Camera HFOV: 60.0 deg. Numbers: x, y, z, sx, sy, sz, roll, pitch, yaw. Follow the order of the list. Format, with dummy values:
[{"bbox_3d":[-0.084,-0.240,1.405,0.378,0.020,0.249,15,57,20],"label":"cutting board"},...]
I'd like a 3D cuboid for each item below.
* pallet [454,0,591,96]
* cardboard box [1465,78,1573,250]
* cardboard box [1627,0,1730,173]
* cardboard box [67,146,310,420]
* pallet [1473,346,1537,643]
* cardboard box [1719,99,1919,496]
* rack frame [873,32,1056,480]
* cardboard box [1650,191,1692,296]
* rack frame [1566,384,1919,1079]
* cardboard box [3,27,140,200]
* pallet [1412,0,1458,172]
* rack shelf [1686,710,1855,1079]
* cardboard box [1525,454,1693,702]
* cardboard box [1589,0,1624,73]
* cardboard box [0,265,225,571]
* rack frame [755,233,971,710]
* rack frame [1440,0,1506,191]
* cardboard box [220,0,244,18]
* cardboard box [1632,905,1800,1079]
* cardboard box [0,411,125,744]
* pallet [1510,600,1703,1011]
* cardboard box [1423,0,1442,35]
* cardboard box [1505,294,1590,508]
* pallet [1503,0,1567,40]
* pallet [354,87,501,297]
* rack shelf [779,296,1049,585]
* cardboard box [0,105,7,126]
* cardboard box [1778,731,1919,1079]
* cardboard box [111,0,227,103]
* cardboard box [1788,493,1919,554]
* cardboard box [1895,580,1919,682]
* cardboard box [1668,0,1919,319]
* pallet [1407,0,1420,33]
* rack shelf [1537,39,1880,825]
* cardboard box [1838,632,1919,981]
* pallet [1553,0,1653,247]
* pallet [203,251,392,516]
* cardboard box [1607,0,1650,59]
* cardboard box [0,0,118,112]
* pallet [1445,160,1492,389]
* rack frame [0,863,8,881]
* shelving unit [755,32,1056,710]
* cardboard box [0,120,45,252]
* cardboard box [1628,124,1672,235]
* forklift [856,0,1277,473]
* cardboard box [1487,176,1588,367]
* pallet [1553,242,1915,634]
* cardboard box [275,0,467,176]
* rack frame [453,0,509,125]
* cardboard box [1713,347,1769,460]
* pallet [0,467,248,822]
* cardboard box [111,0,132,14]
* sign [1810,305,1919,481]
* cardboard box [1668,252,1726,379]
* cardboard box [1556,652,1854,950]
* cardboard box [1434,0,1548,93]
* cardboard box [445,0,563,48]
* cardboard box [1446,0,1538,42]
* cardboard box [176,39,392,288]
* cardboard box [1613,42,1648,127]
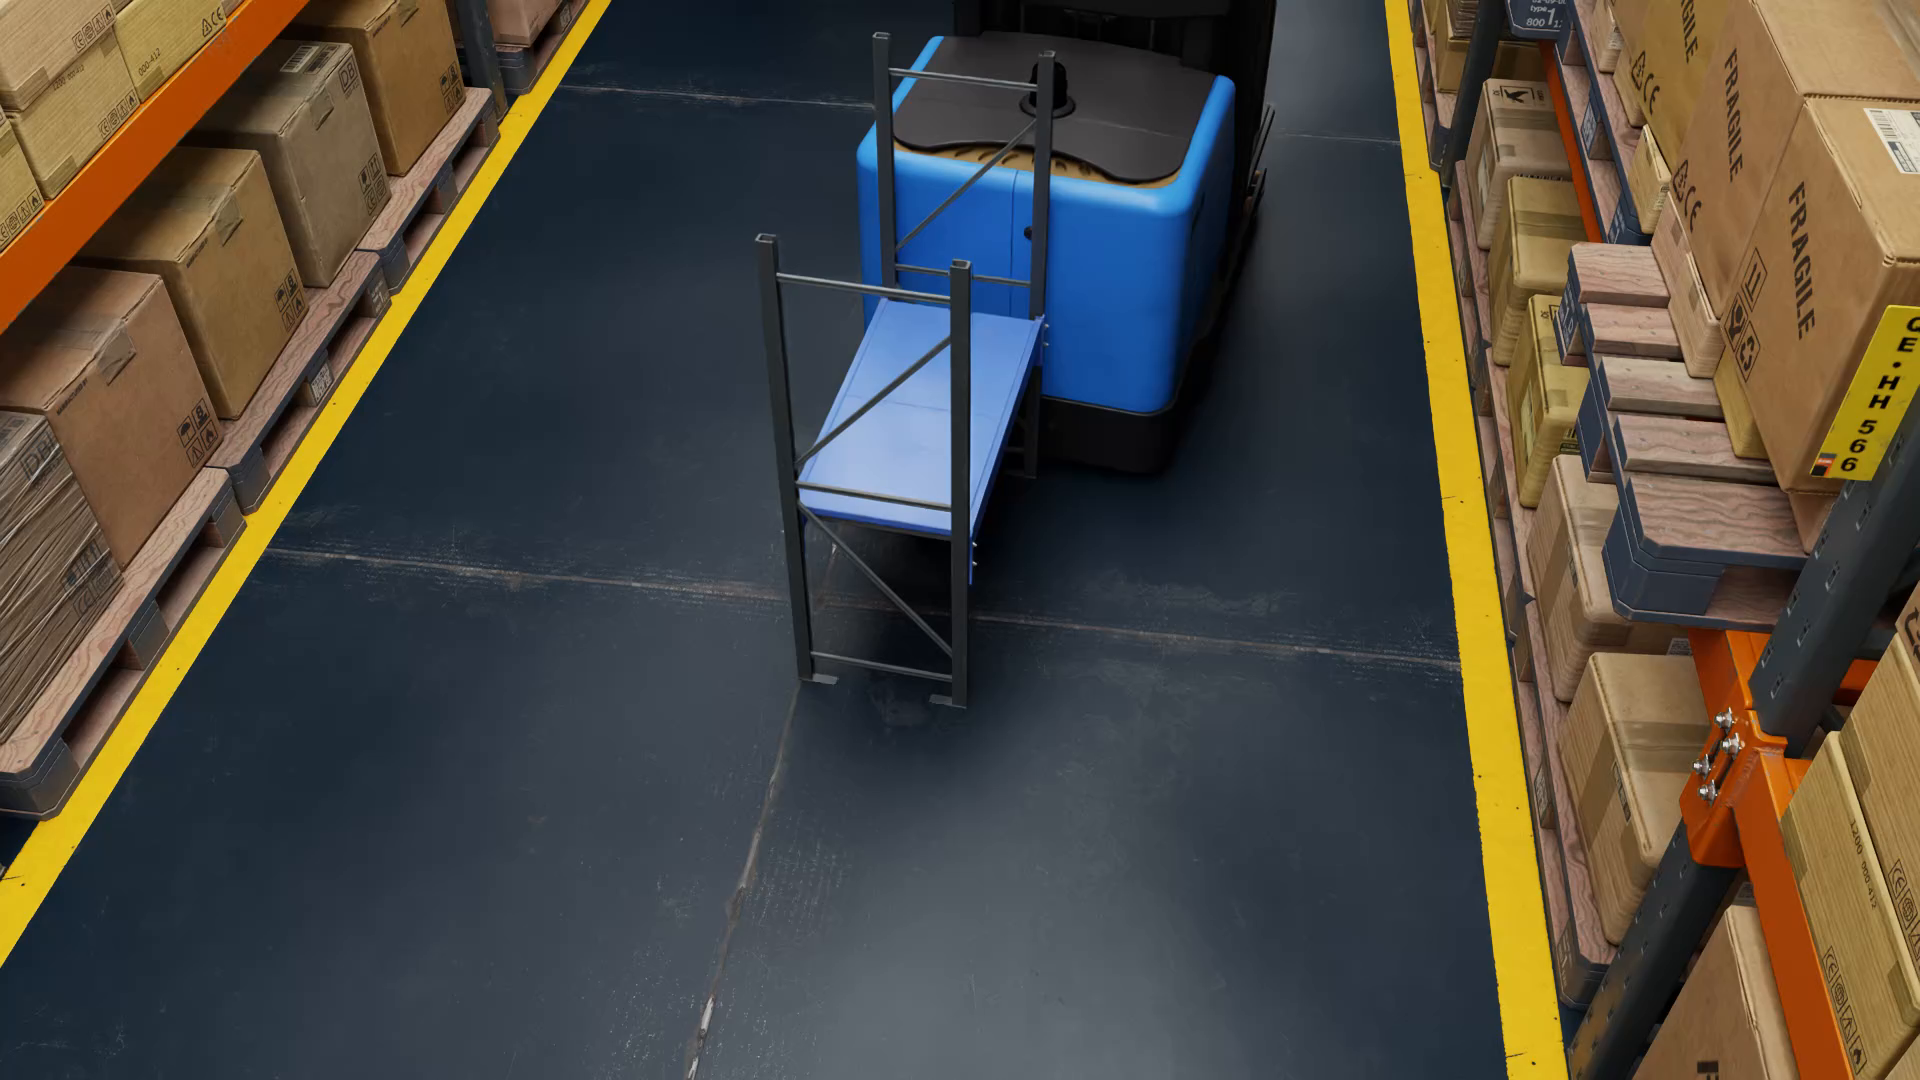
[{"bbox_3d":[-2.314,-2.482,7.718,1.003,0.211,1.213,5,44,6],"label":"pallet"},{"bbox_3d":[2.393,-1.348,6.098,0.950,0.372,0.625,6,44,6],"label":"cardboard box"},{"bbox_3d":[1.839,-1.111,3.647,0.500,0.500,0.500,3,43,3],"label":"cardboard box"},{"bbox_3d":[-2.726,-0.849,5.387,0.875,0.625,0.625,4,44,4],"label":"cardboard box"},{"bbox_3d":[2.200,-0.131,5.234,1.003,0.211,1.213,5,44,6],"label":"pallet"},{"bbox_3d":[1.716,-0.414,2.911,0.500,0.500,0.500,4,44,4],"label":"cardboard box"},{"bbox_3d":[0.010,-0.790,4.993,0.500,1.500,0.032,9,44,9],"label":"rack frame"},{"bbox_3d":[1.735,-0.624,3.604,0.380,0.149,0.250,3,44,4],"label":"cardboard box"},{"bbox_3d":[1.931,0.218,2.838,1.000,3.000,0.127,5,44,6],"label":"rack frame"},{"bbox_3d":[-2.556,-1.150,4.392,0.500,0.250,0.500,4,44,4],"label":"cardboard box"},{"bbox_3d":[2.514,-1.956,7.162,1.003,0.211,1.213,5,44,6],"label":"pallet"},{"bbox_3d":[1.667,1.843,1.646,1.077,0.370,4.000,5,44,6],"label":"rack shelf"},{"bbox_3d":[2.106,0.132,4.534,0.950,0.372,0.625,4,44,5],"label":"cardboard box"},{"bbox_3d":[1.874,-1.335,4.356,0.380,0.149,0.250,7,44,7],"label":"cardboard box"},{"bbox_3d":[-2.815,-0.390,4.902,0.875,0.625,0.625,7,44,7],"label":"cardboard box"},{"bbox_3d":[-0.221,-0.109,4.275,0.500,1.500,0.032,9,44,9],"label":"rack frame"},{"bbox_3d":[2.460,-2.508,5.717,1.000,3.000,0.127,5,44,6],"label":"rack frame"},{"bbox_3d":[-2.425,-1.856,5.137,0.500,0.250,0.500,5,44,6],"label":"cardboard box"},{"bbox_3d":[1.758,1.301,2.935,0.875,0.875,0.875,5,44,5],"label":"cardboard box"},{"bbox_3d":[-2.893,0.056,4.431,0.875,0.625,0.625,7,44,7],"label":"cardboard box"},{"bbox_3d":[2.036,0.698,4.359,1.003,0.211,1.213,5,44,6],"label":"pallet"},{"bbox_3d":[2.332,-2.453,7.353,0.500,0.250,0.500,4,44,4],"label":"cardboard box"},{"bbox_3d":[2.211,-0.384,5.080,0.950,0.372,0.625,7,44,7],"label":"cardboard box"},{"bbox_3d":[2.215,-1.930,5.247,1.003,0.211,1.213,5,44,6],"label":"pallet"},{"bbox_3d":[-2.519,-1.438,6.615,1.003,0.211,1.213,5,44,6],"label":"pallet"},{"bbox_3d":[-0.106,-0.319,4.758,0.538,0.185,1.000,9,44,9],"label":"rack shelf"},{"bbox_3d":[-2.621,-0.979,3.847,0.500,0.250,0.500,7,44,7],"label":"cardboard box"},{"bbox_3d":[1.617,0.583,2.561,0.500,0.250,0.500,5,44,5],"label":"cardboard box"},{"bbox_3d":[-2.485,-1.503,4.765,0.500,0.250,0.500,7,44,7],"label":"cardboard box"},{"bbox_3d":[1.741,-0.088,3.038,0.380,0.149,0.250,7,44,7],"label":"cardboard box"},{"bbox_3d":[1.624,0.133,2.128,0.500,0.500,0.500,4,44,4],"label":"cardboard box"},{"bbox_3d":[1.773,-0.767,3.284,0.500,0.500,0.500,5,44,5],"label":"cardboard box"},{"bbox_3d":[2.673,-2.790,8.043,1.003,0.211,1.213,5,44,6],"label":"pallet"},{"bbox_3d":[2.196,-0.883,4.525,1.077,0.370,4.000,5,44,6],"label":"rack shelf"},{"bbox_3d":[1.620,0.414,2.376,0.500,0.250,0.500,5,44,5],"label":"cardboard box"},{"bbox_3d":[2.153,-1.065,4.332,1.003,0.211,1.213,5,44,6],"label":"pallet"},{"bbox_3d":[-2.678,-0.604,5.735,1.003,0.211,1.213,5,44,6],"label":"pallet"},{"bbox_3d":[1.912,-1.483,4.040,0.500,0.500,0.500,4,44,4],"label":"cardboard box"},{"bbox_3d":[-2.534,-1.334,4.222,0.500,0.250,0.500,4,44,4],"label":"cardboard box"},{"bbox_3d":[2.359,-0.964,6.115,1.003,0.211,1.213,5,44,6],"label":"pallet"},{"bbox_3d":[-2.989,-0.230,3.312,1.000,3.000,0.127,5,44,6],"label":"rack frame"},{"bbox_3d":[-0.106,-0.450,4.634,0.538,1.500,1.048,9,44,9],"label":"shelving unit"},{"bbox_3d":[-2.617,-0.798,4.021,0.500,0.250,0.500,4,44,5],"label":"cardboard box"},{"bbox_3d":[1.758,-0.812,3.804,0.380,0.149,0.250,6,44,6],"label":"cardboard box"},{"bbox_3d":[0.585,-2.311,5.559,1.130,2.935,3.031,12,45,12],"label":"forklift"},{"bbox_3d":[2.302,-0.858,5.580,0.950,0.372,0.625,8,44,8],"label":"cardboard box"},{"bbox_3d":[1.920,-0.207,3.427,1.213,0.211,1.003,5,44,6],"label":"pallet"},{"bbox_3d":[-2.518,-1.890,6.486,0.875,0.625,0.625,7,44,7],"label":"cardboard box"},{"bbox_3d":[-2.460,-2.956,6.191,1.000,3.000,0.127,5,44,6],"label":"rack frame"},{"bbox_3d":[1.705,-0.277,3.238,0.380,0.149,0.250,6,44,6],"label":"cardboard box"},{"bbox_3d":[-2.842,0.225,4.859,1.003,0.211,1.213,5,44,6],"label":"pallet"},{"bbox_3d":[-2.491,-1.684,4.593,0.500,0.250,0.500,6,44,6],"label":"cardboard box"},{"bbox_3d":[1.392,-0.216,2.512,0.100,0.325,0.005,5,44,6],"label":"sign"},{"bbox_3d":[1.694,-0.453,3.424,0.380,0.149,0.250,5,44,5],"label":"cardboard box"},{"bbox_3d":[2.016,0.636,4.003,0.950,0.372,0.625,3,43,3],"label":"cardboard box"},{"bbox_3d":[2.272,-2.089,6.969,0.500,0.250,0.500,7,44,7],"label":"cardboard box"},{"bbox_3d":[-2.068,-2.410,7.308,0.500,0.250,0.500,6,44,6],"label":"cardboard box"},{"bbox_3d":[2.272,-2.362,6.712,0.500,0.500,0.500,5,44,5],"label":"cardboard box"},{"bbox_3d":[-2.628,-1.362,5.928,0.875,0.625,0.625,5,44,5],"label":"cardboard box"},{"bbox_3d":[1.868,-1.151,4.161,0.380,0.149,0.250,4,44,4],"label":"cardboard box"}]
